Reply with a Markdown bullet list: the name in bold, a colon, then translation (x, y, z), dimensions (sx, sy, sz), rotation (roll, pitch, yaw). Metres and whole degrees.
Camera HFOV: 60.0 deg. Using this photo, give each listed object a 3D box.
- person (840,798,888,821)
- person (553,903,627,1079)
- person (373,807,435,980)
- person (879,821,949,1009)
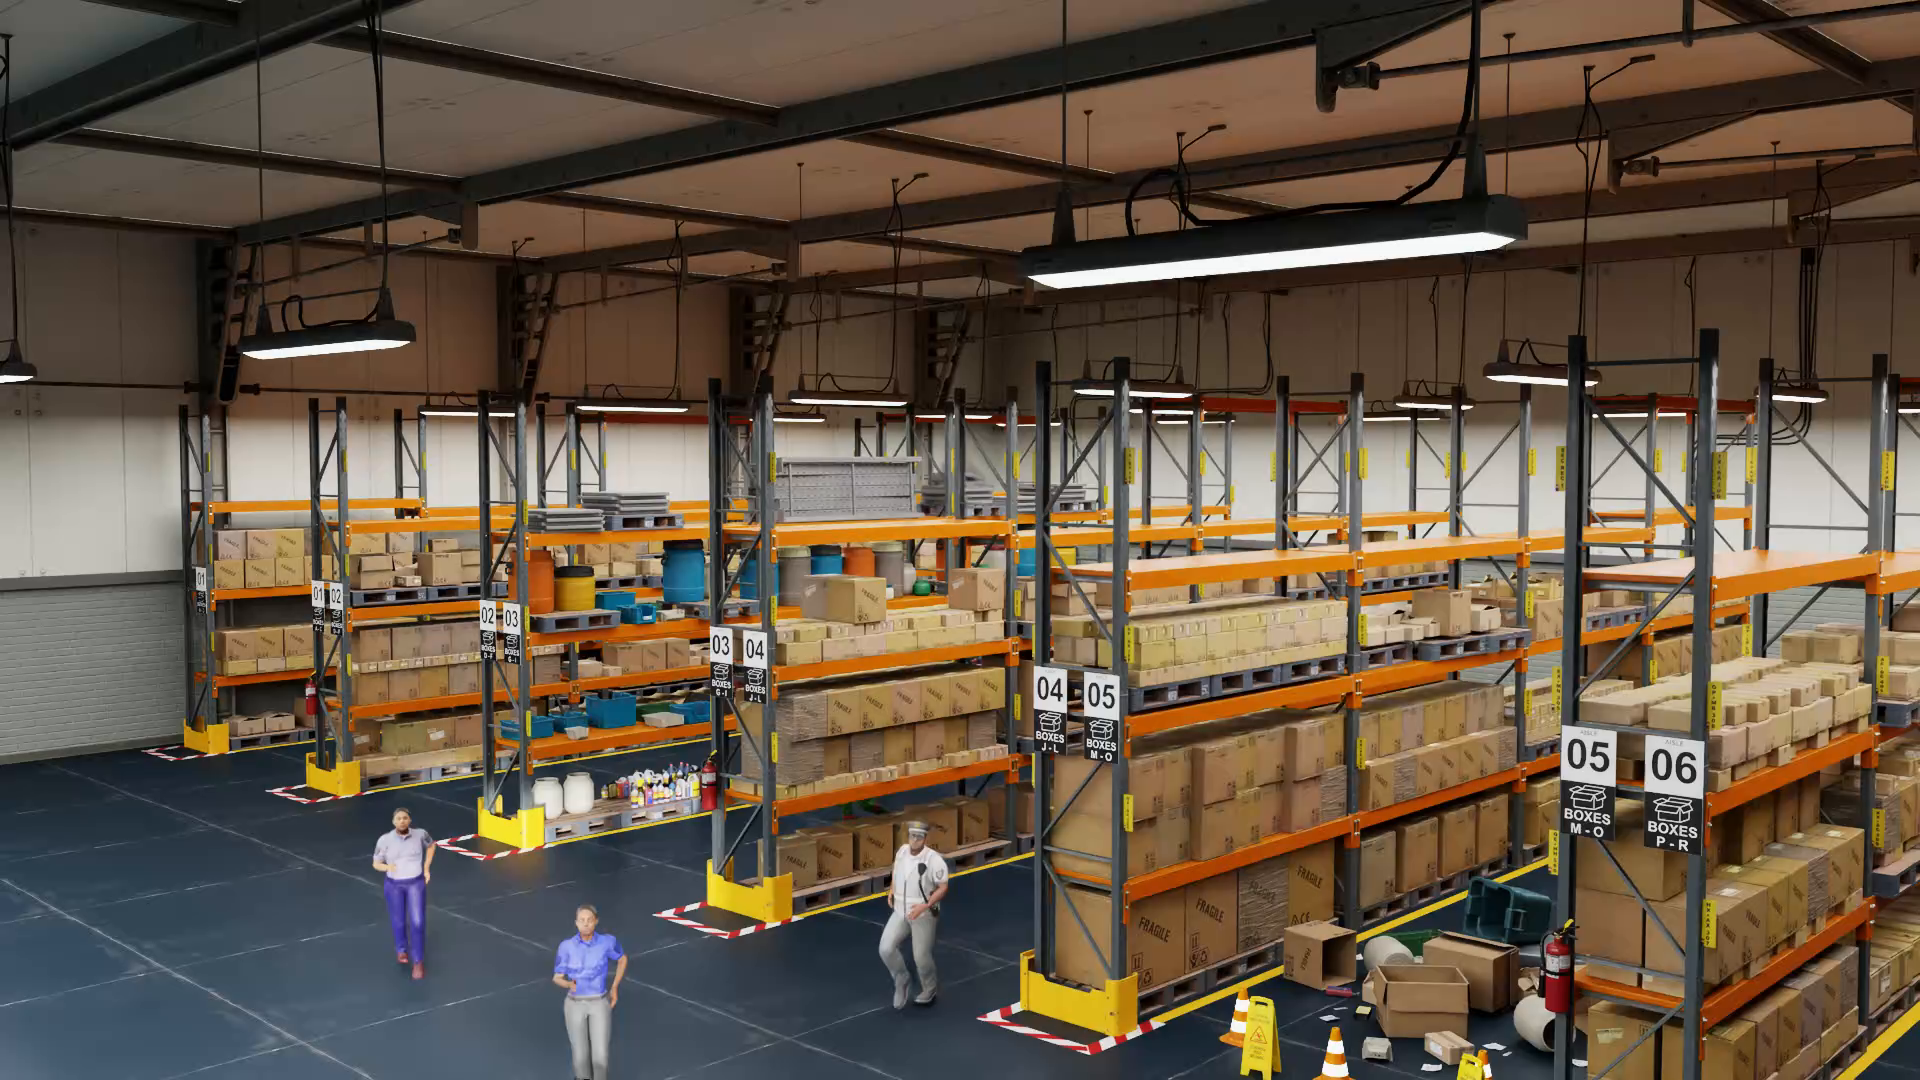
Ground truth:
- **person**: translation (-1.333, 3.116, 22.189), dimensions (0.669, 1.760, 0.868), rotation (2, 4, 40)
- **person**: translation (-2.868, 3.721, 12.880), dimensions (0.555, 1.579, 0.660), rotation (0, 3, -8)
- **person**: translation (-5.505, 3.487, 16.484), dimensions (0.583, 1.707, 0.746), rotation (-1, 3, -16)
- **person**: translation (-0.427, 3.480, 15.481), dimensions (0.678, 1.781, 0.640), rotation (2, 3, 30)
